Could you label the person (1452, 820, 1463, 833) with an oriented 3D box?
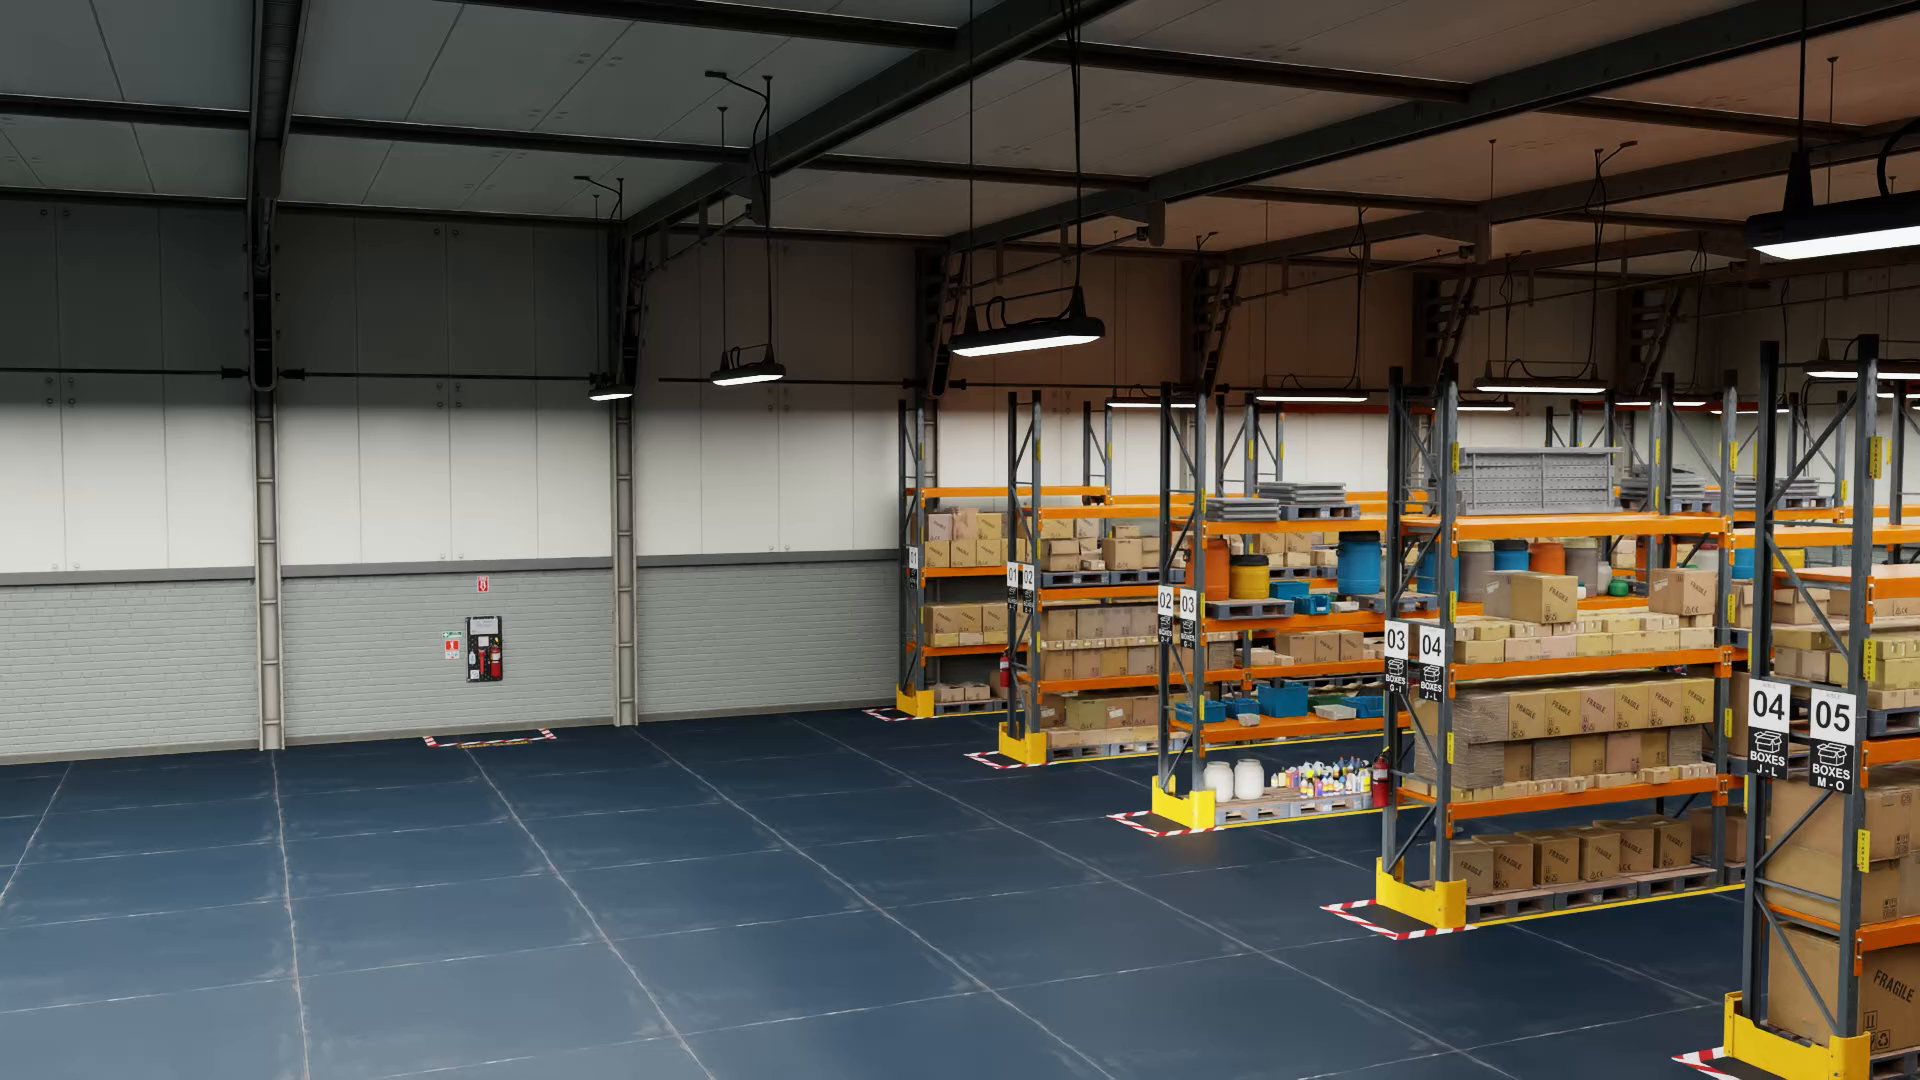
[{"bbox_3d":[6.469,3.053,21.952,0.509,1.663,0.512,-1,4,-20],"label":"person"}]
